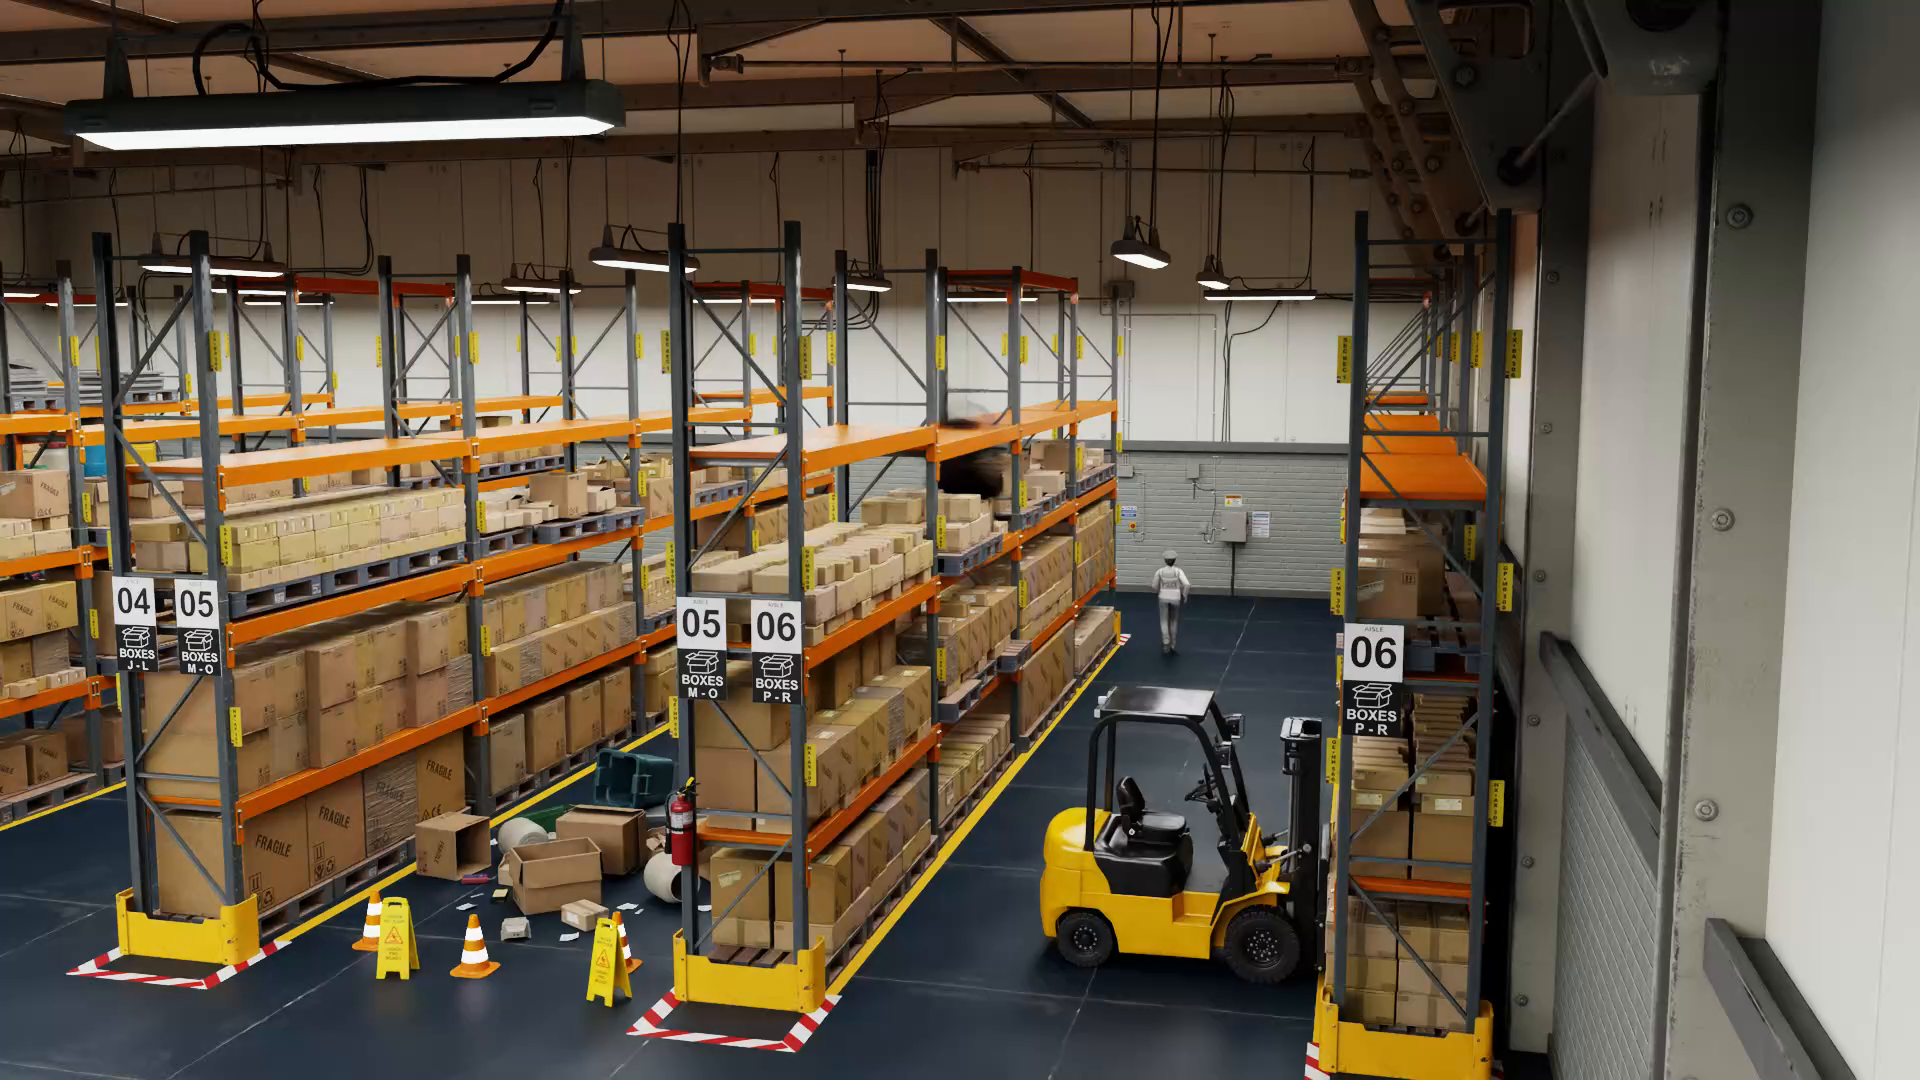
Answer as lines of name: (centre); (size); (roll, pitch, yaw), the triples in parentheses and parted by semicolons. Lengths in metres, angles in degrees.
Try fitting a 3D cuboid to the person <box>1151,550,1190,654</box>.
person: (3.423, 1.009, 27.121); (0.626, 1.692, 0.883); (1, 7, 6)
